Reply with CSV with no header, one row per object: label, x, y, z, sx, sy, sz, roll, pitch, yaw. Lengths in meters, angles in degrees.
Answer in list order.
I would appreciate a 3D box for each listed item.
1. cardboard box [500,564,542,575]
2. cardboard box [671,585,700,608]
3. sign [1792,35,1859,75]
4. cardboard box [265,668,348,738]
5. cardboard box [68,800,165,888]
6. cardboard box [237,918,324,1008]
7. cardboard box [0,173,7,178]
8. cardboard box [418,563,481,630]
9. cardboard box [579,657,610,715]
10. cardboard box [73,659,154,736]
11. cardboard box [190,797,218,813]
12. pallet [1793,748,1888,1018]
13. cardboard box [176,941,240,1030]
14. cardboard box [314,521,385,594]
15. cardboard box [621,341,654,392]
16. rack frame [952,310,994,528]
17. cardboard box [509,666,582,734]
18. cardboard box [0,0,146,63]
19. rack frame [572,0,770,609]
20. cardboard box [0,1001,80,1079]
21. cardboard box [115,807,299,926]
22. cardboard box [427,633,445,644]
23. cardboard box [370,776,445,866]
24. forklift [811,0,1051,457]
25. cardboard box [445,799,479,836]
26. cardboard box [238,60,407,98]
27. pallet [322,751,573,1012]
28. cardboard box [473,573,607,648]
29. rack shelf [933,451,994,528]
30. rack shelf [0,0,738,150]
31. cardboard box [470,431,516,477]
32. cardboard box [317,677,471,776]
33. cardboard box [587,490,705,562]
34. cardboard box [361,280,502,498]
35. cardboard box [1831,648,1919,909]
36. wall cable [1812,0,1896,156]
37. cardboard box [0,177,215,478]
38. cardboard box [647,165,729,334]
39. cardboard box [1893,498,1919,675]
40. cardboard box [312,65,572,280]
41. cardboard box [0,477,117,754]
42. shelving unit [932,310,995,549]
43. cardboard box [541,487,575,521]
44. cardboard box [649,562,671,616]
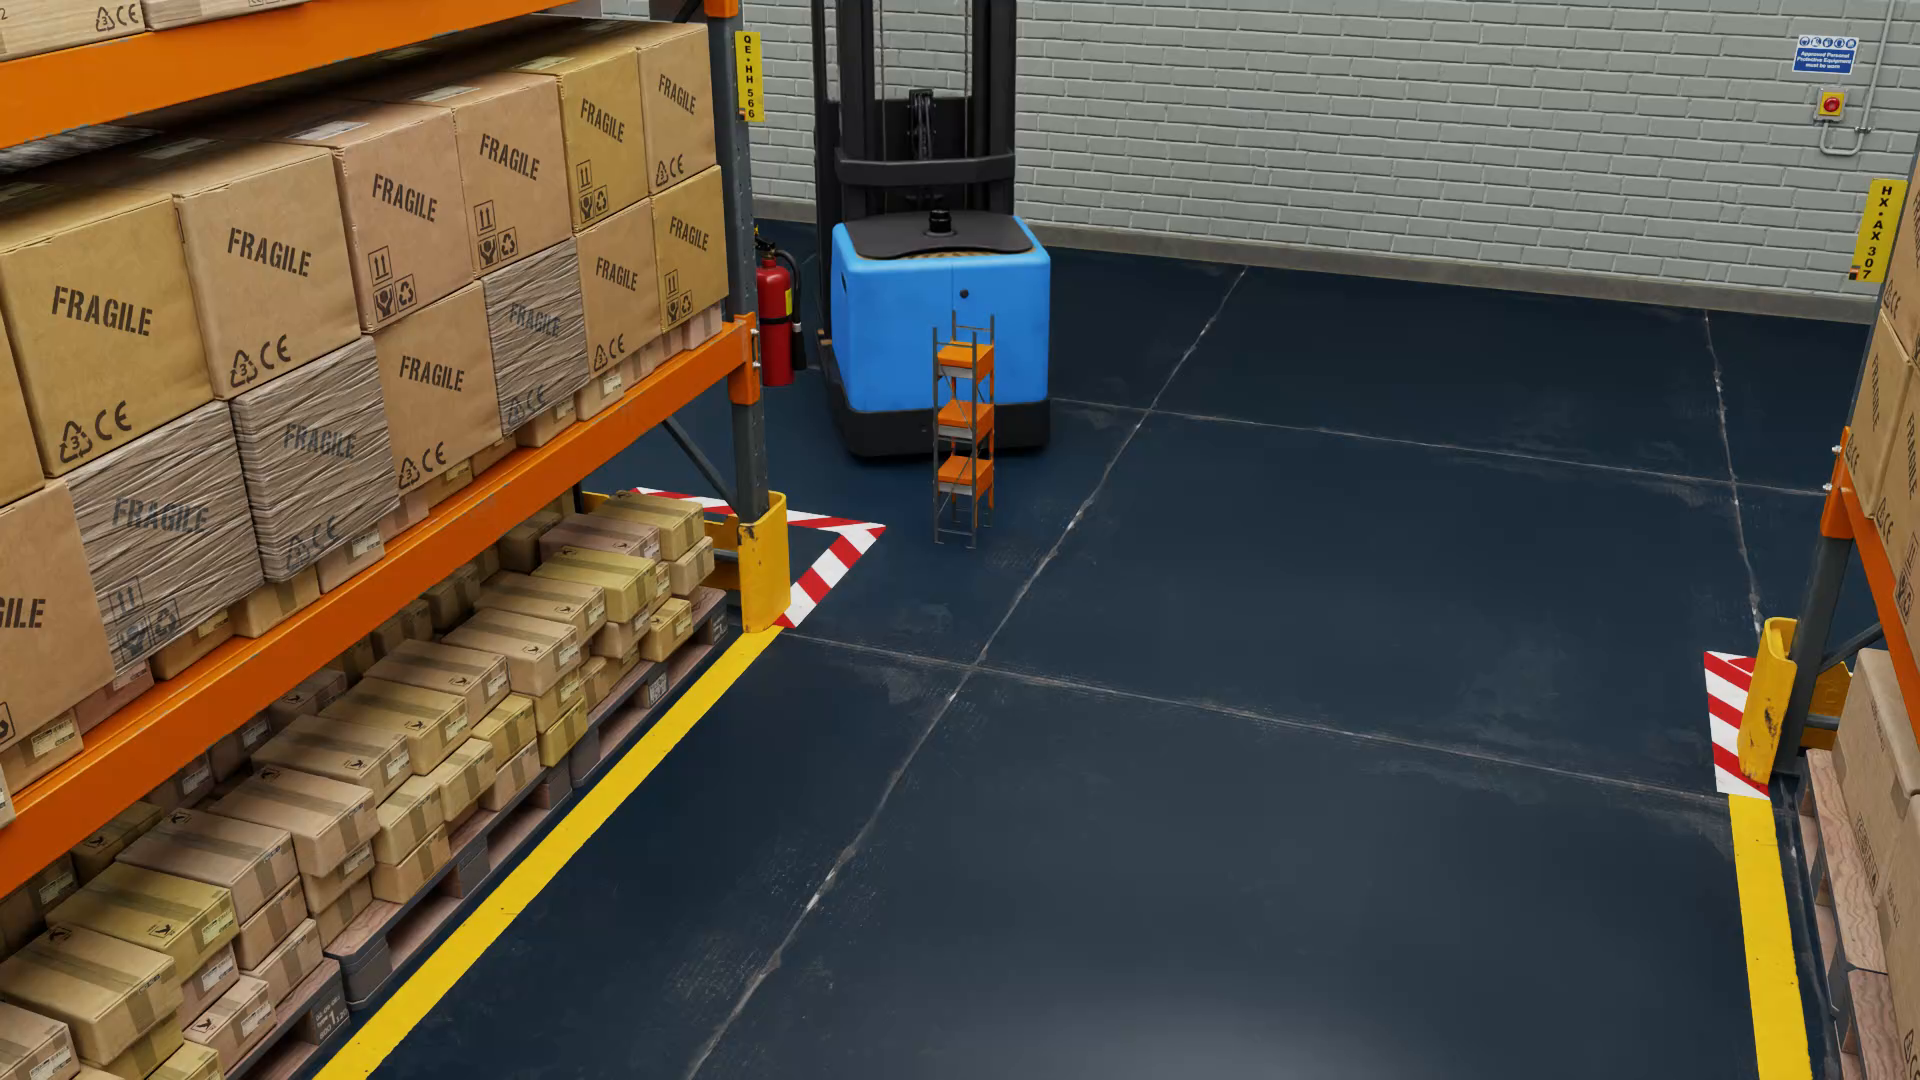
cardboard box,-1.855,0.104,6.542,0.380,0.149,0.250,9,27,17
cardboard box,-1.273,0.202,6.681,0.380,0.149,0.250,9,27,18
sign,5.236,-2.937,10.064,0.327,0.218,0.001,9,27,17
cardboard box,-2.202,0.514,5.353,0.380,0.149,0.250,9,27,18
cardboard box,-2.469,0.838,4.685,0.380,0.149,0.250,10,27,19
cardboard box,-2.042,1.165,4.691,0.380,0.149,0.250,8,27,16
cardboard box,-2.557,-0.570,3.881,0.500,0.500,0.500,8,27,16
cardboard box,-1.977,0.183,6.037,0.380,0.149,0.250,7,27,15
cardboard box,-1.502,0.521,6.021,0.380,0.149,0.250,9,27,18
cardboard box,-2.168,0.315,3.946,0.380,0.149,0.250,8,27,15
cardboard box,-2.427,0.867,4.965,0.380,0.149,0.250,9,27,19
pallet,3.215,1.132,5.169,1.003,0.211,1.213,9,27,17
cardboard box,-2.157,1.140,4.402,0.380,0.149,0.250,9,27,17
cardboard box,-1.830,0.001,4.595,0.380,0.149,0.250,10,28,20
cardboard box,-1.324,-0.649,5.937,0.380,0.149,0.250,8,27,17
rack frame,0.058,-0.545,7.670,0.200,1.050,0.008,9,27,17
cardboard box,-1.533,0.508,5.707,0.380,0.149,0.250,9,27,18
cardboard box,-2.065,-1.137,3.386,0.500,0.250,0.500,8,27,17
rack frame,-1.295,-1.139,6.661,1.000,3.000,0.127,9,27,17
cardboard box,-2.316,1.219,3.896,0.380,0.149,0.250,10,28,20
cardboard box,-2.065,0.893,4.570,0.380,0.149,0.250,8,27,16
cardboard box,-2.040,0.429,5.869,0.380,0.149,0.250,7,27,15
cardboard box,-1.807,0.825,5.052,0.380,0.149,0.250,9,27,17
forklift,-0.284,-2.360,9.260,1.130,2.935,3.031,-4,26,-9
cardboard box,-1.793,0.838,5.367,0.380,0.149,0.250,10,27,19
cardboard box,-2.050,-1.203,5.190,0.500,0.500,0.500,8,27,16
pallet,-2.031,0.976,5.493,1.003,0.211,1.213,9,27,17
cardboard box,-1.482,0.259,5.881,0.380,0.149,0.250,8,27,15
rack shelf,0.018,-0.235,7.692,0.215,0.259,0.240,9,27,17
rack shelf,-1.960,-1.344,4.466,1.077,0.370,4.000,9,27,17
cardboard box,-1.648,-0.335,5.287,0.380,0.149,0.250,8,27,15
cardboard box,-1.772,0.581,5.215,0.380,0.149,0.250,9,27,18
cardboard box,-1.232,-0.058,6.536,0.380,0.149,0.250,9,27,18
cardboard box,-1.713,-0.472,4.827,0.500,0.500,0.500,10,28,20
cardboard box,3.282,0.787,5.141,0.875,0.438,0.875,8,27,16
wall cable,5.261,-3.255,9.828,0.585,1.953,0.123,9,27,17
cardboard box,-2.088,-0.490,3.716,0.500,0.500,0.500,8,27,16
cardboard box,-1.201,-1.096,6.116,0.500,0.500,0.500,9,27,18
cardboard box,2.648,0.066,4.057,0.500,0.500,0.500,9,27,17
cardboard box,-1.545,-1.121,5.019,0.500,0.500,0.500,10,28,20
cardboard box,-2.223,0.159,3.524,0.500,0.500,0.500,8,27,16
shelving unit,0.018,-0.495,7.567,0.215,1.050,0.252,9,27,17
cardboard box,-1.789,-0.147,6.718,0.380,0.149,0.250,8,27,15
cardboard box,-1.339,0.179,6.386,0.380,0.149,0.250,8,27,16
